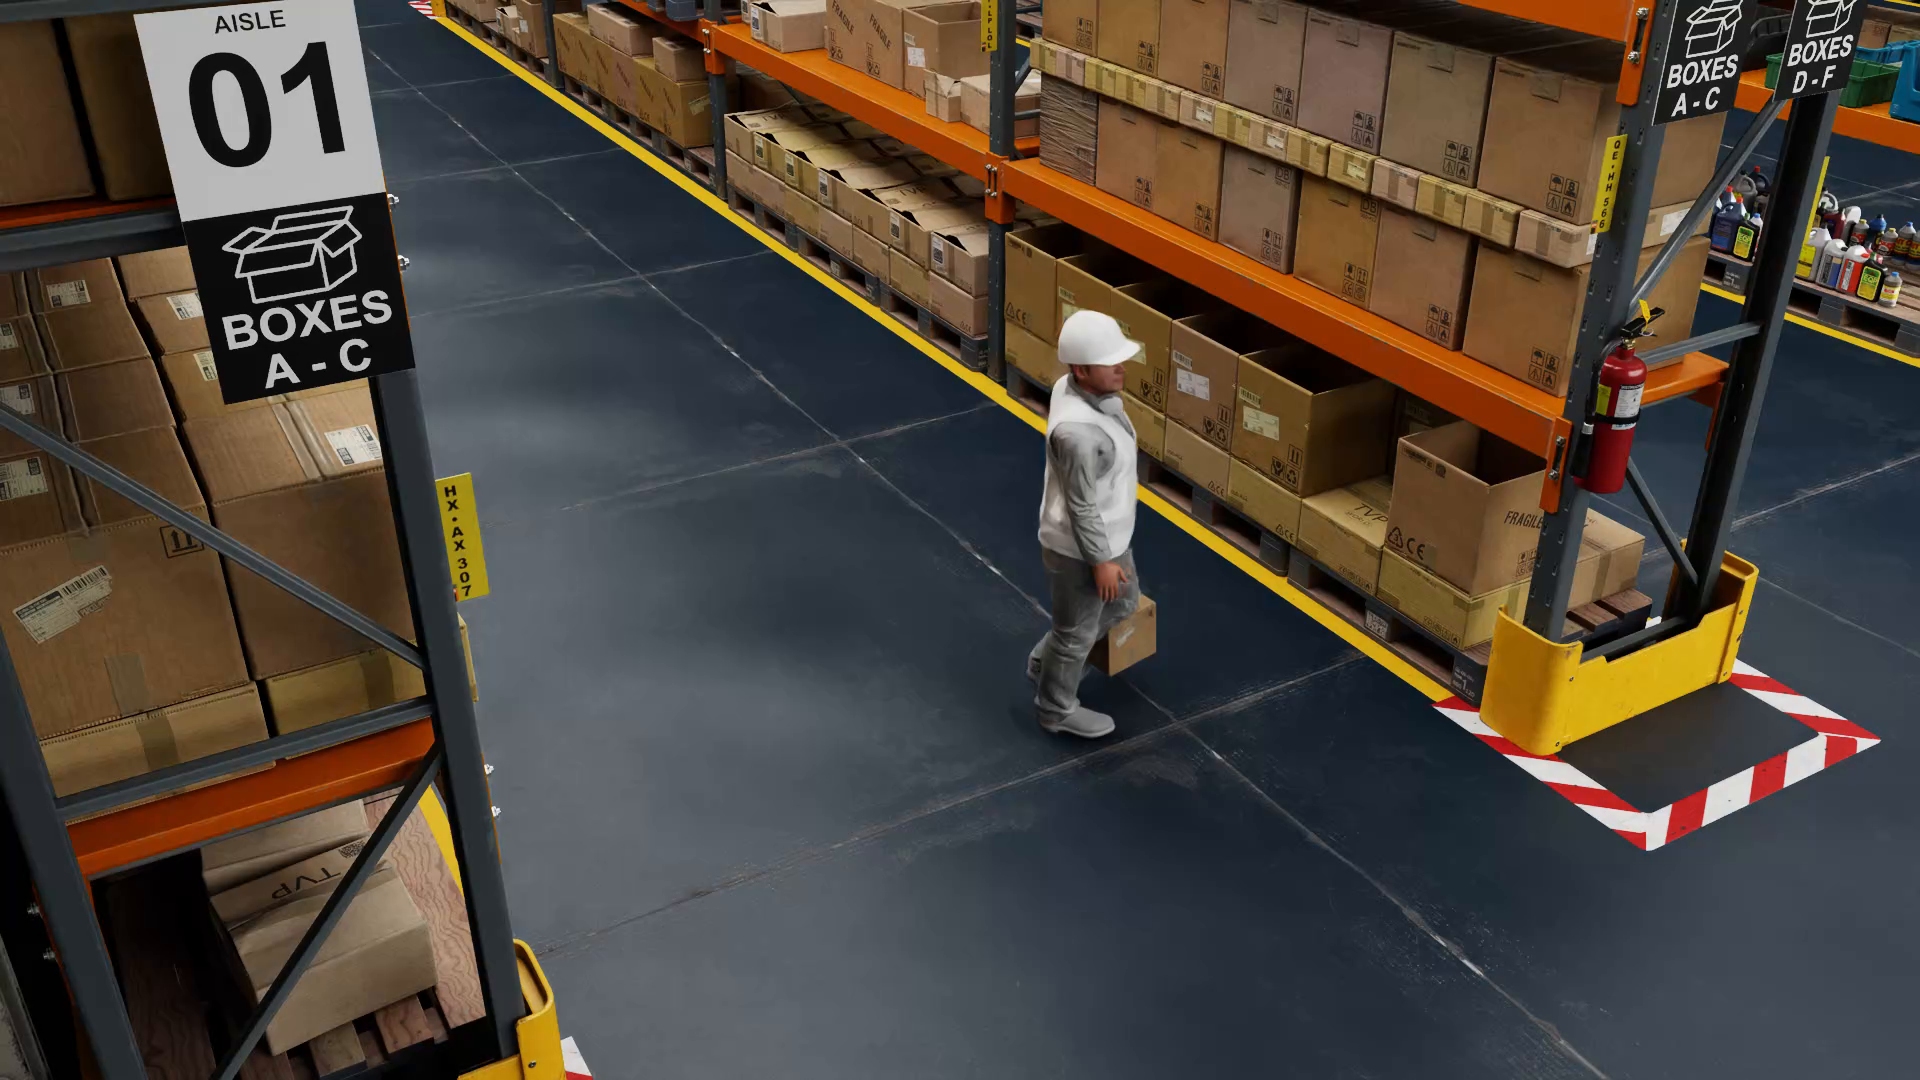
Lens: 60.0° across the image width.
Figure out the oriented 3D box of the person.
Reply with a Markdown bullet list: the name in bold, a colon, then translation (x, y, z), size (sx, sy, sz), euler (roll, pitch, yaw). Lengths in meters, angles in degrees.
- **person**: translation (0.455, -0.034, 6.144), size (0.431, 1.772, 0.628), euler (4, 29, 8)
